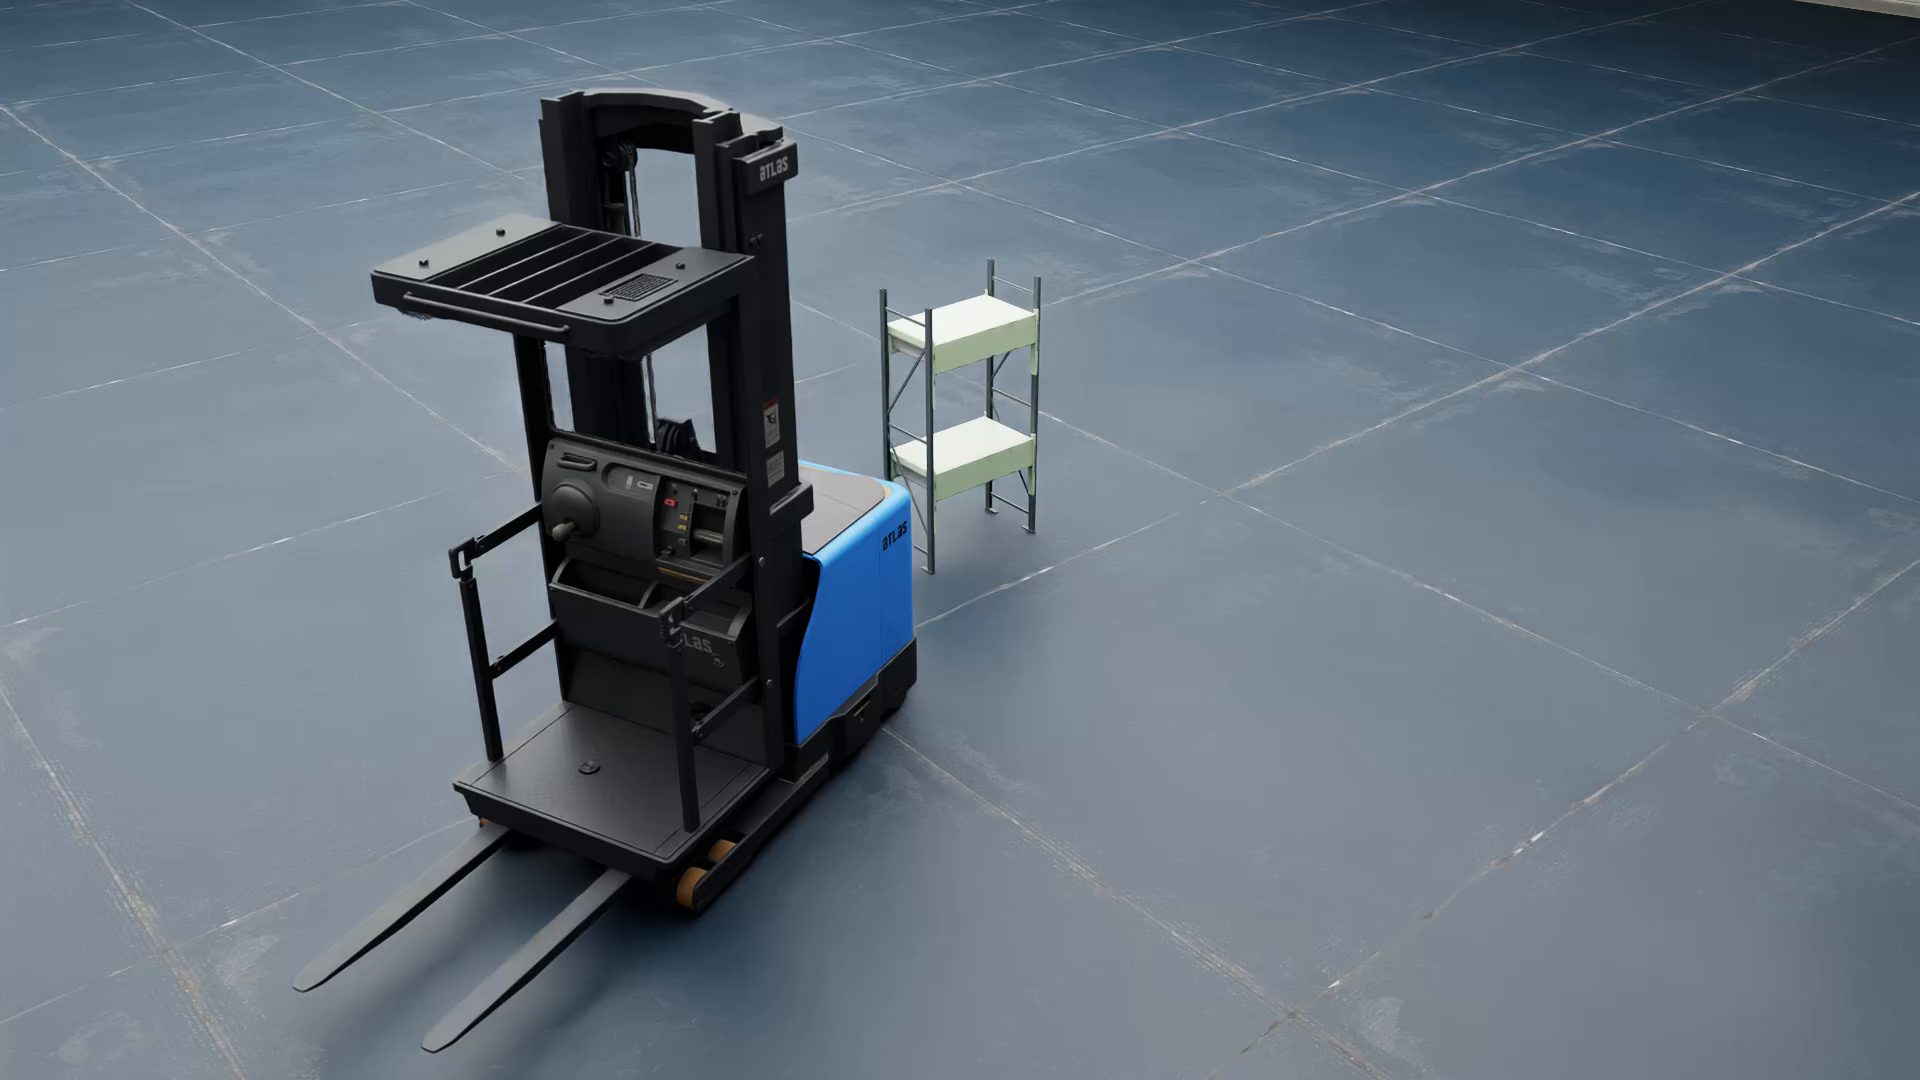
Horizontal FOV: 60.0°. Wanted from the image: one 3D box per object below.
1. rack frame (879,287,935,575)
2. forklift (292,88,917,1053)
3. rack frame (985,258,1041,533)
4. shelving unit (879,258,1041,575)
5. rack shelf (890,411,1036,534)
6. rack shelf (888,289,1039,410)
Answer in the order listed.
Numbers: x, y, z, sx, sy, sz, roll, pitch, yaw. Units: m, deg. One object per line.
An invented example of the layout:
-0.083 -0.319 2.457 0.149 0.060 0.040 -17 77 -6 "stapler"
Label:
-0.273 -0.552 8.691 0.023 1.500 0.400 -22 35 -35 "rack frame"
-1.342 -0.083 6.295 1.130 2.935 3.031 14 31 25 "forklift"
0.284 -0.775 9.110 0.023 1.500 0.400 -22 35 -35 "rack frame"
0.005 -0.664 8.900 0.755 1.500 0.431 -22 35 -35 "shelving unit"
0.005 -0.376 9.054 0.720 0.370 0.431 -22 35 -35 "rack shelf"
0.005 -1.008 8.716 0.720 0.370 0.431 -22 35 -35 "rack shelf"
